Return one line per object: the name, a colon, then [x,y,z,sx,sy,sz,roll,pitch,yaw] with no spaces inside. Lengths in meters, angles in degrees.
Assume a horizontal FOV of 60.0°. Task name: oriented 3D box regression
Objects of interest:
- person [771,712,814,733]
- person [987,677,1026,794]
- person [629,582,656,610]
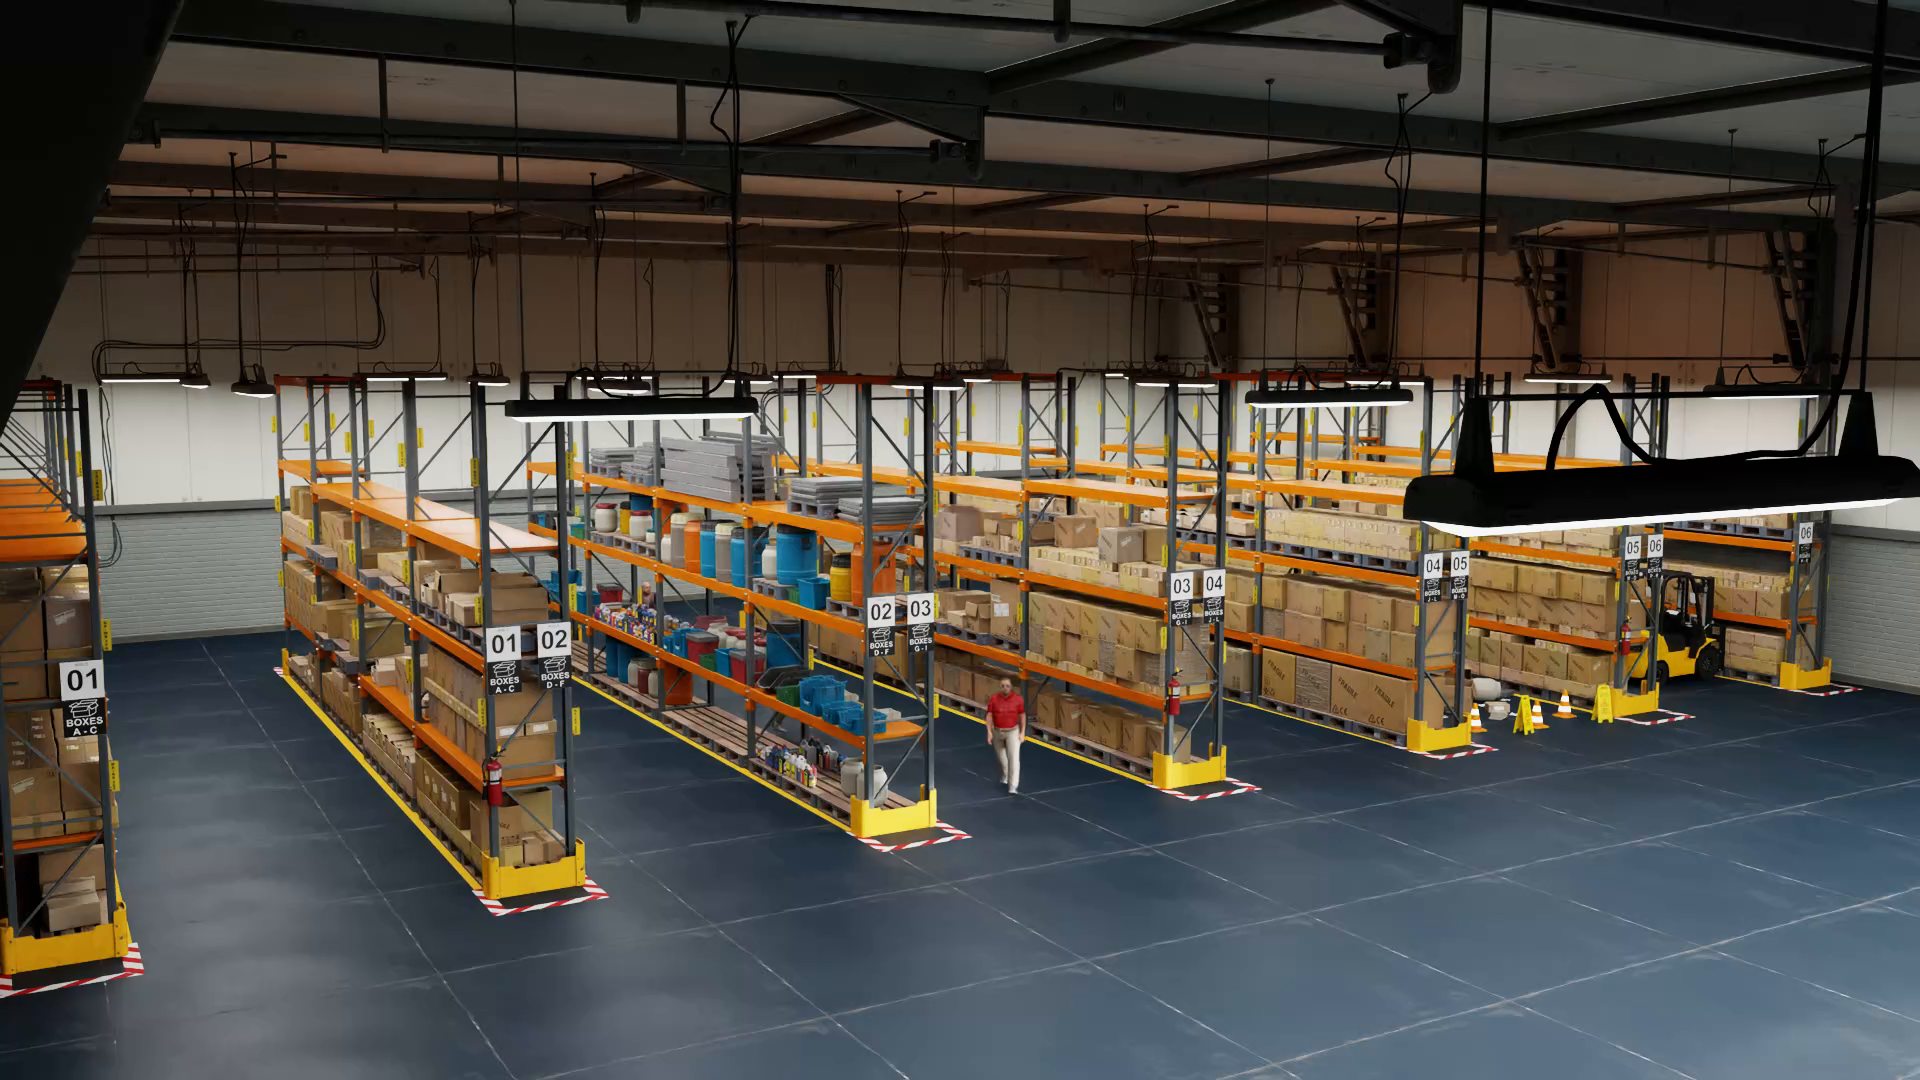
person: [-2.744,2.424,27.686,1.154,1.713,0.589,4,7,30]
person: [0.671,2.830,24.279,0.578,1.651,1.109,2,7,16]
person: [-6.609,1.696,34.818,0.721,1.686,0.659,-3,7,-23]
